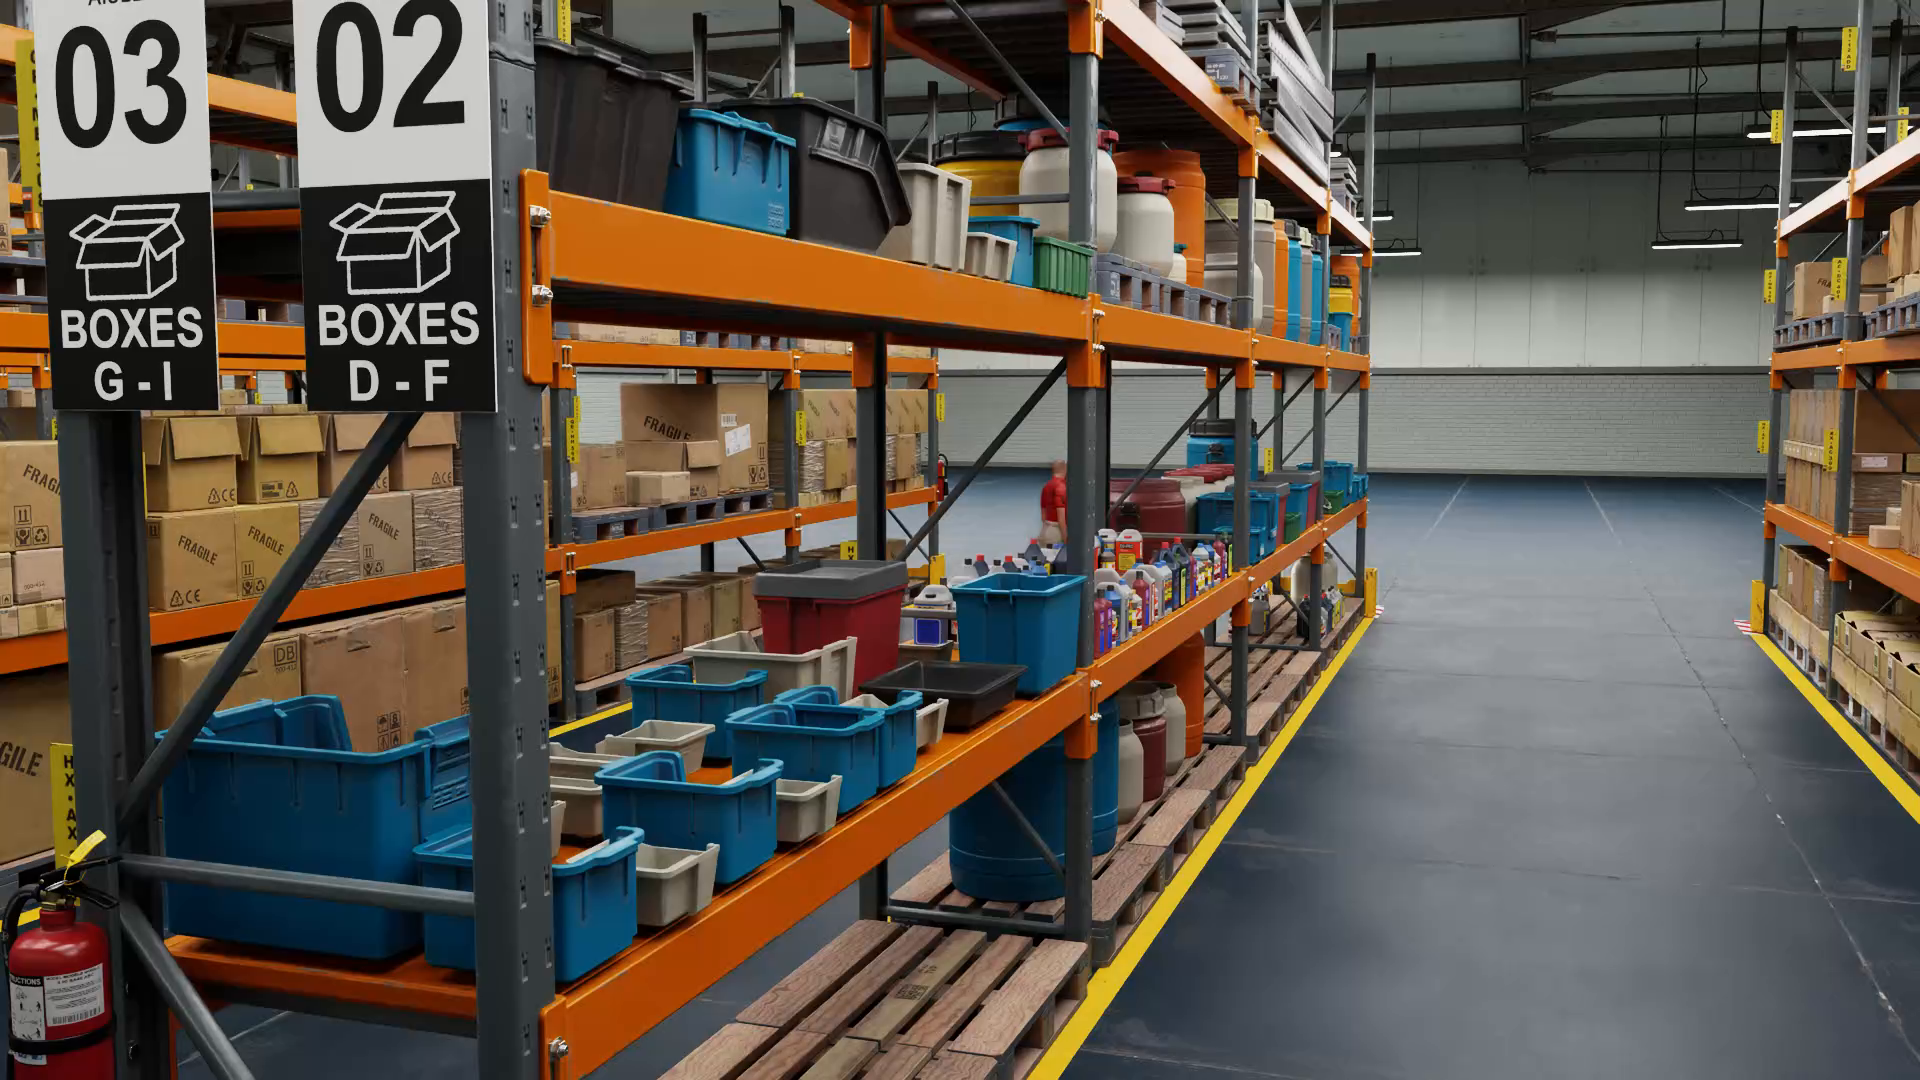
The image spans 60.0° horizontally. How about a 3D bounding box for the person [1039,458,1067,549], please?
[{"bbox_3d":[0.983,-0.014,17.768,0.582,1.713,0.576,-1,5,-14],"label":"person"}]
